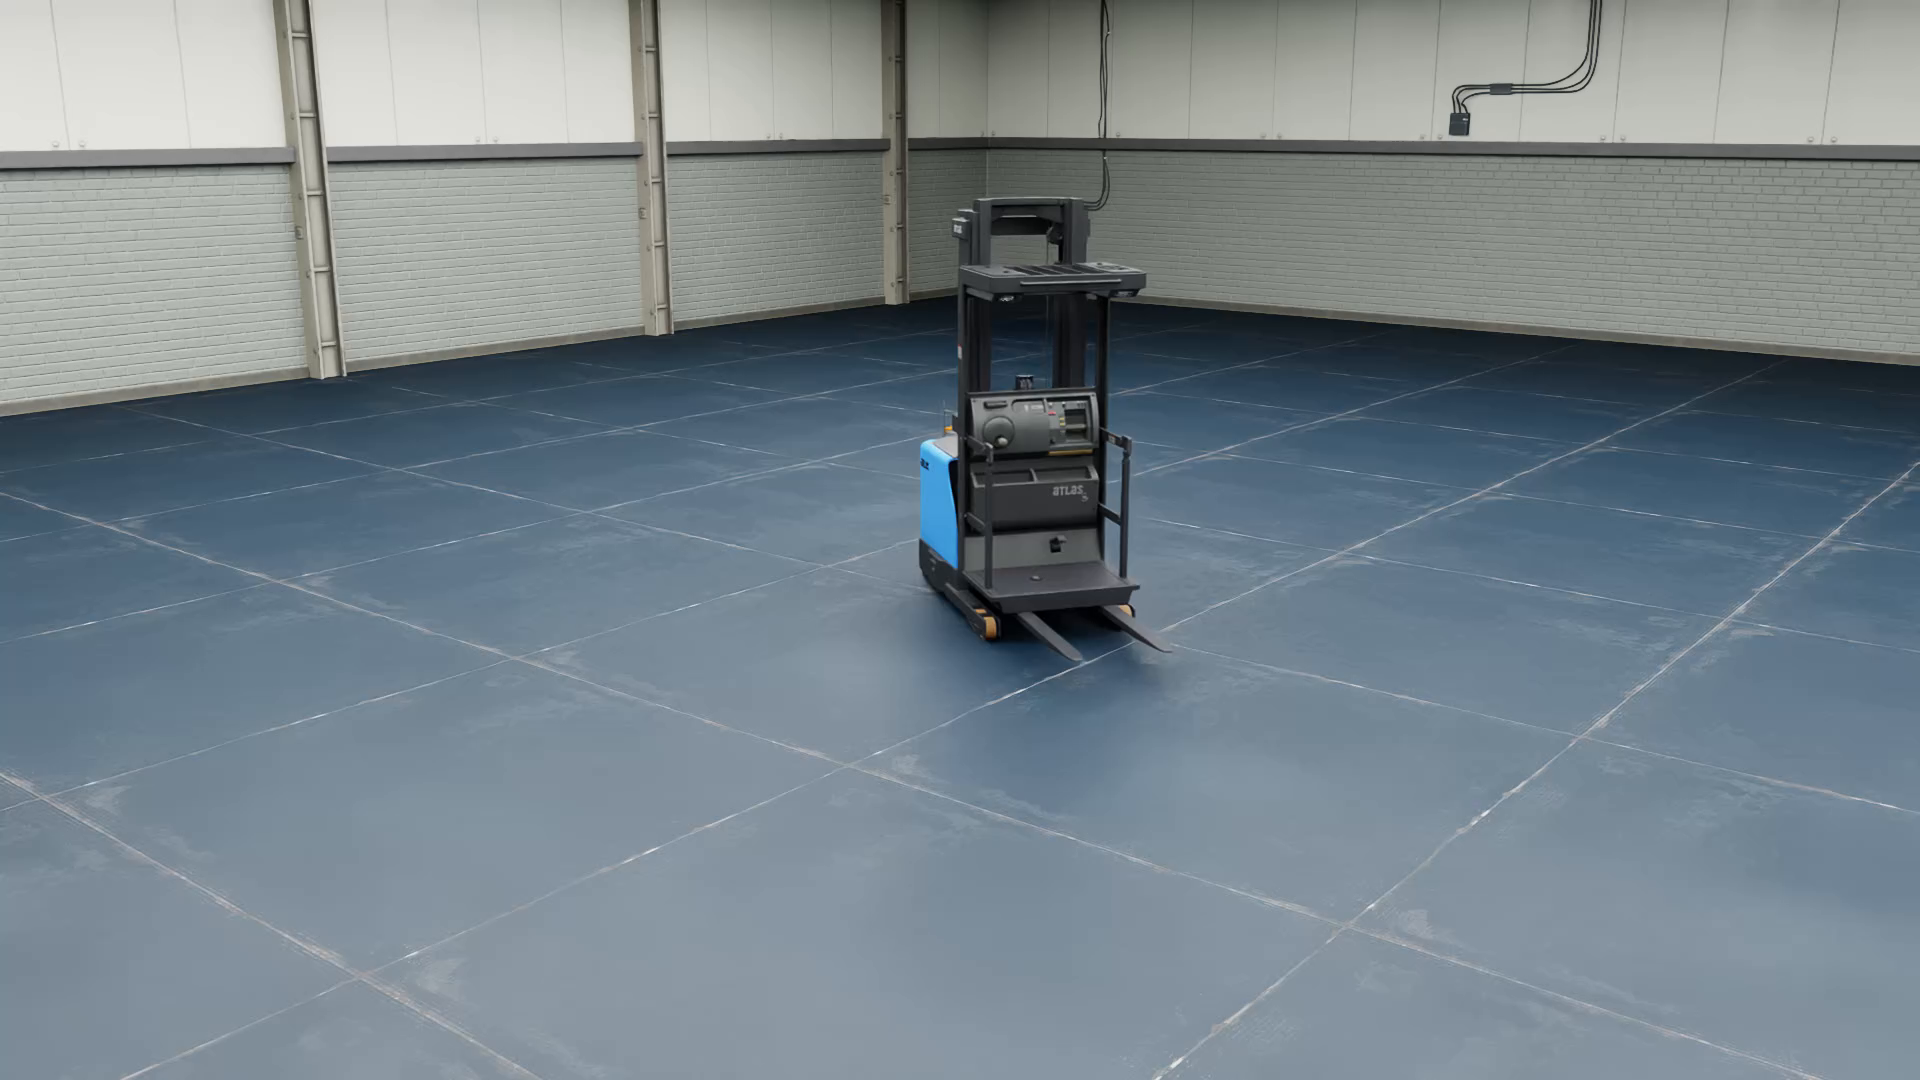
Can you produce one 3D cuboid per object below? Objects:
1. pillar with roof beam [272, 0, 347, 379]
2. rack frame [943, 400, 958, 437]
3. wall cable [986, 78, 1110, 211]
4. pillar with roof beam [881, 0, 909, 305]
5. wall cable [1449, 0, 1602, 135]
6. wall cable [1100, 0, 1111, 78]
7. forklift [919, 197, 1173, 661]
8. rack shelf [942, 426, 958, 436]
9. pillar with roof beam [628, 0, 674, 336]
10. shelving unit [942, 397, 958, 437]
[{"bbox_3d":[-5.414,-5.964,19.324,9.100,9.000,0.400,11,18,38],"label":"pillar with roof beam"},{"bbox_3d":[-0.048,-0.567,13.917,0.240,1.200,0.006,11,18,38],"label":"rack frame"},{"bbox_3d":[1.659,-7.783,32.790,3.097,2.526,0.112,11,18,38],"label":"wall cable"},{"bbox_3d":[2.128,-8.262,28.370,9.100,9.000,0.400,11,18,38],"label":"pillar with roof beam"},{"bbox_3d":[9.034,-9.464,26.194,2.305,6.003,0.169,11,18,38],"label":"wall cable"},{"bbox_3d":[3.764,-9.812,30.520,3.097,2.526,0.112,11,18,38],"label":"wall cable"},{"bbox_3d":[0.591,-0.840,11.476,1.130,2.935,3.031,-4,15,-16],"label":"forklift"},{"bbox_3d":[0.009,-0.890,13.908,0.258,0.103,0.180,11,18,38],"label":"rack shelf"},{"bbox_3d":[-1.643,-7.113,23.847,9.100,9.000,0.400,11,18,38],"label":"pillar with roof beam"},{"bbox_3d":[0.009,-0.584,13.986,0.258,1.200,0.189,11,18,38],"label":"shelving unit"}]
